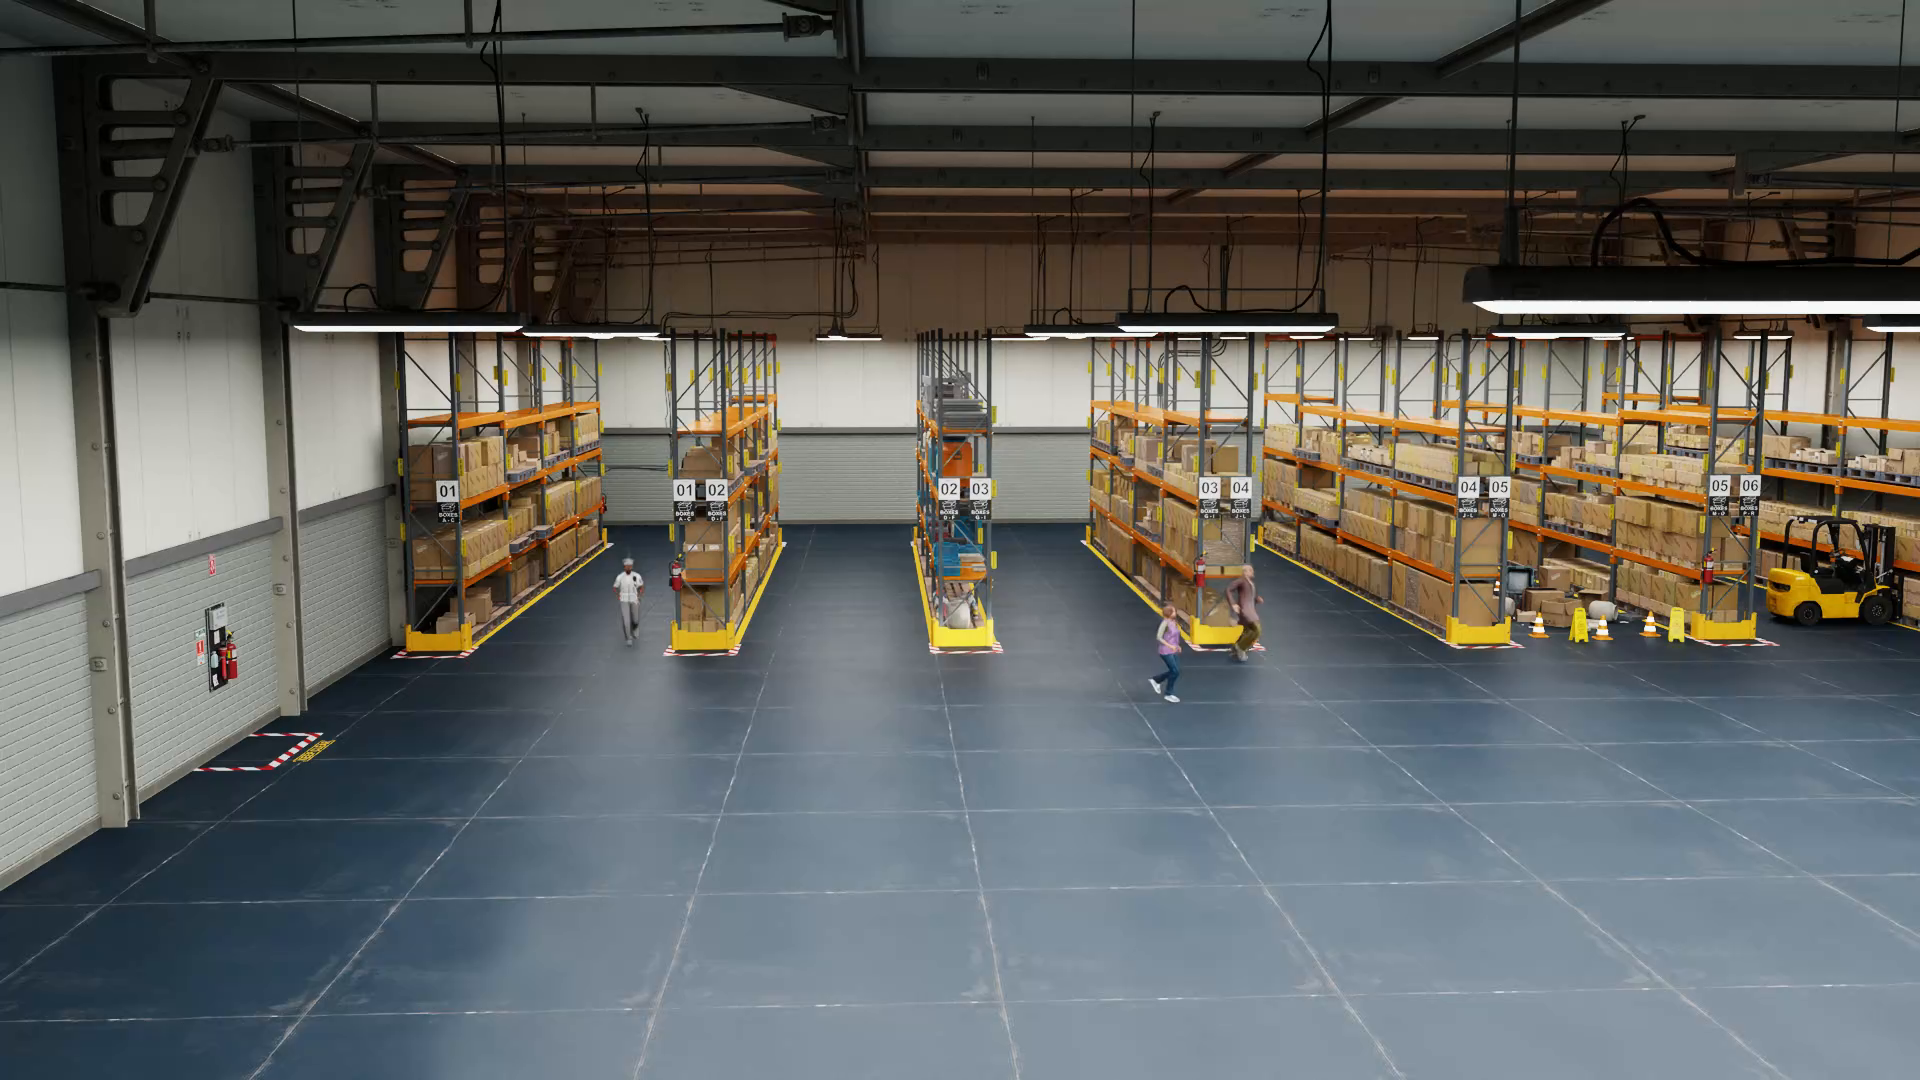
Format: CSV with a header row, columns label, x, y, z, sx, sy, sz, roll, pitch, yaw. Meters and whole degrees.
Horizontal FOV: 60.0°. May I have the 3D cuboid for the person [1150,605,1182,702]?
label,x,y,z,sx,sy,sz,roll,pitch,yaw
person,3.281,1.813,26.682,0.538,1.571,0.548,3,8,27

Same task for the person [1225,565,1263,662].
label,x,y,z,sx,sy,sz,roll,pitch,yaw
person,5.188,1.321,30.063,0.636,1.740,0.707,4,8,31

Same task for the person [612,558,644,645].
label,x,y,z,sx,sy,sz,roll,pitch,yaw
person,-6.329,1.165,31.754,0.601,1.651,0.581,-2,7,-13

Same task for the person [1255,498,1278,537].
label,x,y,z,sx,sy,sz,roll,pitch,yaw
person,9.143,-0.890,49.211,0.860,1.712,0.774,1,7,10
